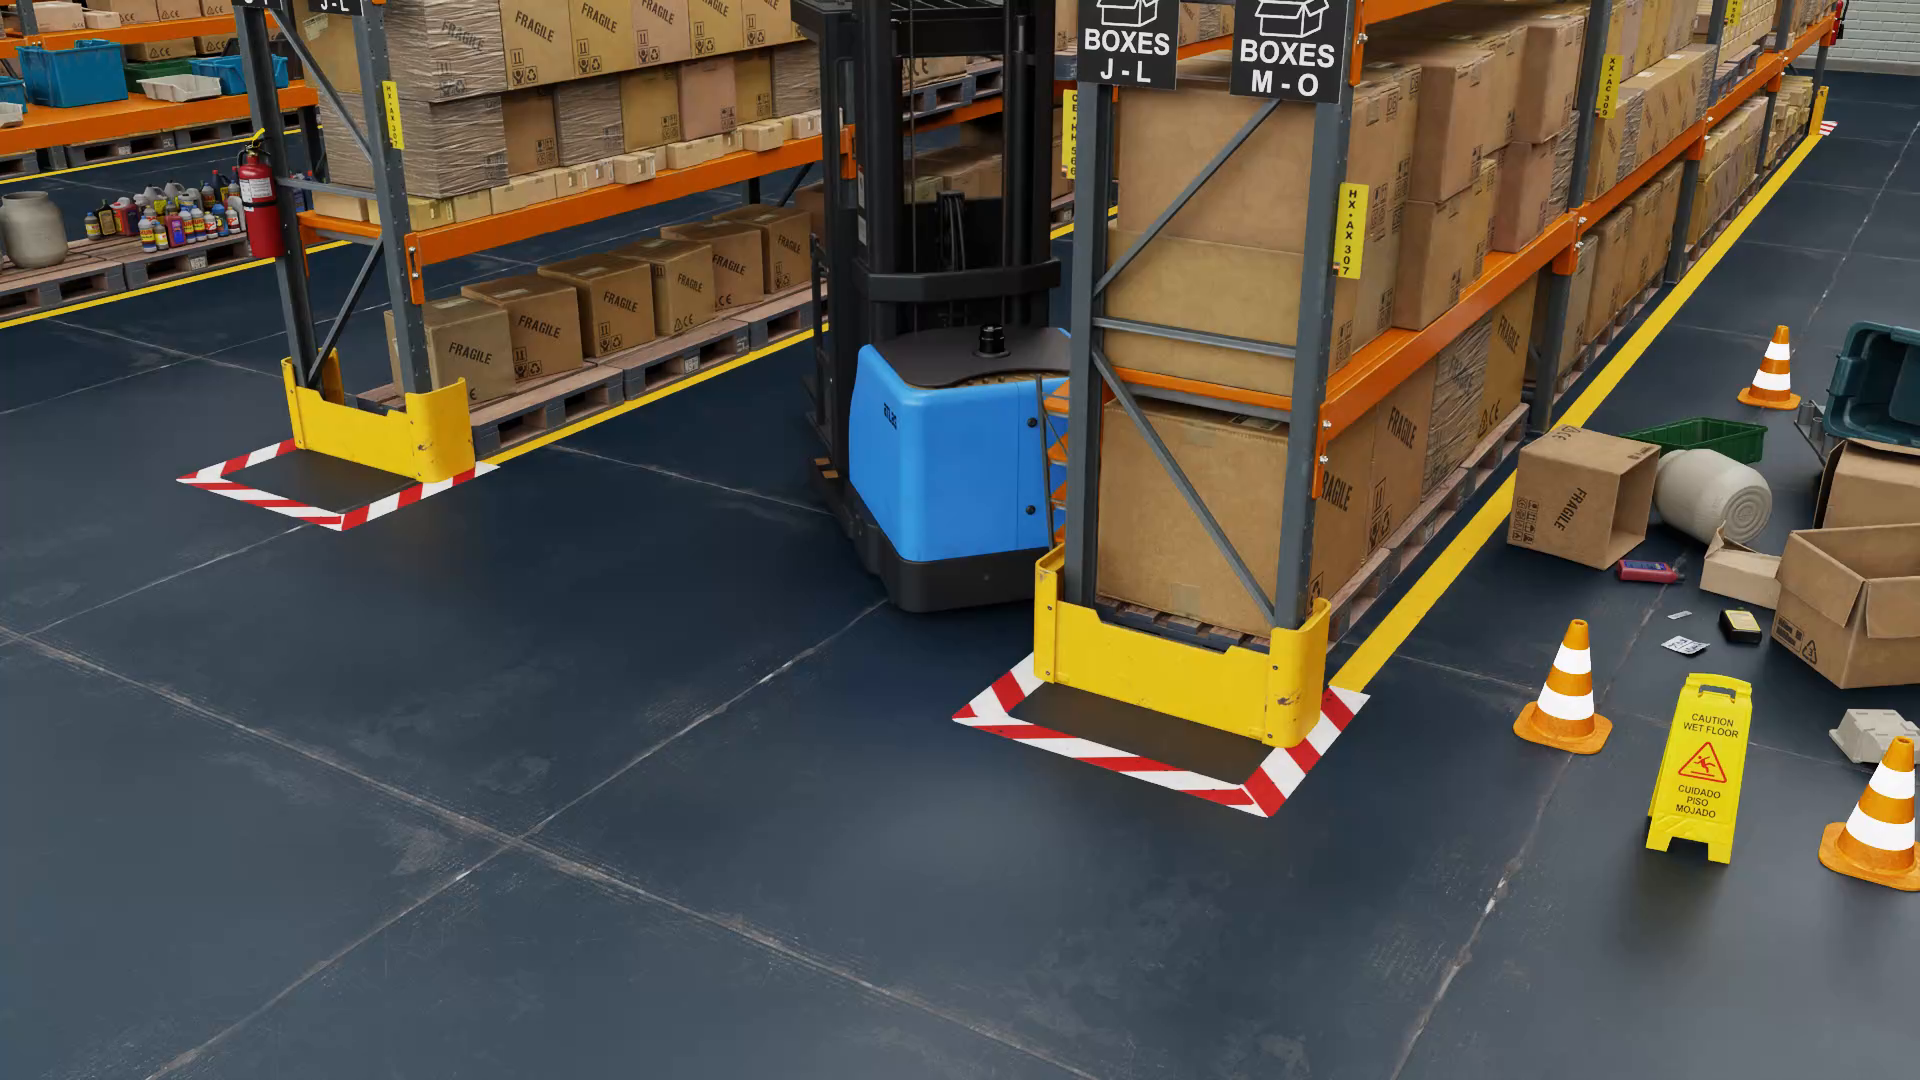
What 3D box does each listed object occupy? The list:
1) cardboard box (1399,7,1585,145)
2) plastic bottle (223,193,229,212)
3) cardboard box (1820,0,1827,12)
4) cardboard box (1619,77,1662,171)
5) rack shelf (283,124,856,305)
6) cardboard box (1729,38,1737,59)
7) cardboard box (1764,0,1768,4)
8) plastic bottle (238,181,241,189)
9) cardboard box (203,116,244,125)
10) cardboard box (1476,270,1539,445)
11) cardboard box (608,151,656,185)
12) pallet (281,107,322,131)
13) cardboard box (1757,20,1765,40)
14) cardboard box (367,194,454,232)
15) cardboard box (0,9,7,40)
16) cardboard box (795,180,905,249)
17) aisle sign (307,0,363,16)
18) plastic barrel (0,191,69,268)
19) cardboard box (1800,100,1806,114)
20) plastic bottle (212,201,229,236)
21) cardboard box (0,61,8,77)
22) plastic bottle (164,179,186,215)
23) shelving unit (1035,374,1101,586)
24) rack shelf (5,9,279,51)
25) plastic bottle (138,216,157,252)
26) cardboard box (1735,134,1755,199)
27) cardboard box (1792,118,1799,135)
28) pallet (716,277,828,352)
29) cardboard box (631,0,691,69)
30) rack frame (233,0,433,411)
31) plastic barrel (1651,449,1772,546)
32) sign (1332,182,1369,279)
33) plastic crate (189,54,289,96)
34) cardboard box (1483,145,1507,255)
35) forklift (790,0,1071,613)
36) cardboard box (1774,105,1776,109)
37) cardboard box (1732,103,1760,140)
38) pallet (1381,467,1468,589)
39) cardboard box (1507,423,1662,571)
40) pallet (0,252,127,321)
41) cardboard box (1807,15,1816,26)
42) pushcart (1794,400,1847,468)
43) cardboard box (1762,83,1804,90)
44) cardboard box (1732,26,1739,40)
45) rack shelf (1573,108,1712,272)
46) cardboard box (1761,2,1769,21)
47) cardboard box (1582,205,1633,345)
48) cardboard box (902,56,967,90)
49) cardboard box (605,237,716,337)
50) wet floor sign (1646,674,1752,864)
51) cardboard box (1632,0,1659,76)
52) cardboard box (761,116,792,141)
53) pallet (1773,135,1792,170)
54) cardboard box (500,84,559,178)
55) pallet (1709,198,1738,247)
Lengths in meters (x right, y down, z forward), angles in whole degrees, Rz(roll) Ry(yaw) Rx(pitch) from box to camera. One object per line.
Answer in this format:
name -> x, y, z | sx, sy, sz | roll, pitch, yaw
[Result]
cardboard box -> 2.577, -2.341, 8.333 | 0.875, 0.550, 0.550 | 14, 27, 29
plastic bottle -> -5.922, -2.687, 13.546 | 0.061, 0.283, 0.133 | 14, 27, 29
cardboard box -> 8.768, -5.785, 17.336 | 0.500, 0.500, 0.500 | 14, 27, 29
cardboard box -> 4.030, -2.609, 10.376 | 0.500, 0.500, 0.500 | 14, 27, 29
rack shelf -> -2.223, -2.172, 10.397 | 1.077, 0.370, 4.000 | 14, 27, 29
cardboard box -> 6.073, -4.003, 13.509 | 0.380, 0.149, 0.250 | 15, 28, 31
cardboard box -> 6.887, -4.800, 14.601 | 0.380, 0.149, 0.250 | 13, 27, 27
plastic bottle -> -6.032, -2.986, 14.152 | 0.144, 0.351, 0.185 | 14, 27, 29
cardboard box -> -8.348, -4.789, 18.468 | 0.500, 0.250, 0.500 | 14, 27, 30
cardboard box -> 2.601, -1.124, 9.216 | 0.875, 0.875, 0.875 | 14, 27, 30
cardboard box -> -2.052, -2.244, 9.974 | 0.380, 0.149, 0.250 | 14, 27, 29
pallet -> -7.940, -5.055, 19.661 | 1.003, 0.211, 1.213 | 14, 27, 29
cardboard box -> 6.901, -4.534, 14.736 | 0.380, 0.149, 0.250 | 14, 27, 29
cardboard box -> -2.925, -1.758, 8.852 | 0.380, 0.149, 0.250 | 14, 27, 29
cardboard box -> -9.811, -5.149, 16.243 | 0.700, 0.500, 0.500 | 13, 27, 28
cardboard box -> -0.826, -2.435, 12.691 | 0.700, 0.500, 0.500 | 12, 26, 25
aisle sign -> -3.056, -2.936, 7.985 | 0.394, 0.787, 0.004 | 14, 27, 29
plastic barrel -> -6.939, -2.323, 12.444 | 0.421, 0.512, 0.421 | 0, 23, 0
cardboard box -> 9.014, -4.761, 18.157 | 0.380, 0.149, 0.250 | 13, 26, 27
plastic bottle -> -5.924, -2.579, 13.313 | 0.097, 0.271, 0.097 | 0, 23, 0
cardboard box -> -12.627, -6.119, 21.202 | 0.700, 0.500, 0.500 | 14, 27, 29
plastic bottle -> -6.478, -2.809, 13.743 | 0.144, 0.351, 0.185 | 14, 27, 29
shelving unit -> 0.600, -0.272, 7.272 | 0.258, 1.200, 0.503 | 14, 38, 29
rack shelf -> -8.527, -5.599, 18.314 | 1.077, 0.370, 4.000 | 14, 27, 29
plastic bottle -> -6.265, -2.361, 12.810 | 0.097, 0.271, 0.097 | 0, 23, 0
cardboard box -> 6.765, -3.374, 14.885 | 0.500, 0.500, 0.500 | 13, 27, 28
cardboard box -> 8.759, -4.452, 17.819 | 0.380, 0.149, 0.250 | 13, 26, 27
pallet -> -1.492, -1.663, 11.827 | 1.003, 0.211, 1.213 | 14, 27, 29
cardboard box -> -1.966, -3.103, 9.884 | 0.500, 0.500, 0.500 | 14, 27, 29
rack frame -> -3.278, -1.827, 8.695 | 1.000, 3.000, 0.127 | 14, 27, 29
plastic barrel -> 3.697, -0.217, 8.218 | 0.421, 0.421, 0.512 | -7, 24, -17
sign -> 1.351, -1.069, 5.754 | 0.100, 0.325, 0.005 | 14, 27, 29
plastic crate -> -5.729, -3.716, 13.246 | 0.499, 0.251, 0.616 | 14, 27, 29
cardboard box -> 2.152, -1.697, 8.207 | 0.875, 0.550, 0.550 | 14, 27, 29
forklift -> -0.181, -1.584, 8.220 | 1.130, 2.935, 3.031 | -7, 24, -15
cardboard box -> 7.975, -4.303, 16.725 | 0.380, 0.149, 0.250 | 13, 27, 28
cardboard box -> 6.752, -3.718, 14.738 | 0.500, 0.250, 0.500 | 15, 28, 31
pallet -> 1.882, -0.170, 8.378 | 1.003, 0.211, 1.213 | 14, 27, 29
cardboard box -> 3.045, -0.219, 8.123 | 0.500, 0.500, 0.500 | 20, 30, 38
pallet -> -7.053, -1.894, 12.359 | 1.003, 0.211, 1.213 | 14, 27, 29
cardboard box -> 8.829, -5.532, 17.568 | 0.380, 0.149, 0.250 | 13, 26, 27
pushcart -> 5.288, -0.358, 8.602 | 1.648, 0.377, 0.936 | 5, 24, 11
cardboard box -> 8.858, -4.818, 17.916 | 0.380, 0.149, 0.250 | 13, 26, 27
cardboard box -> 6.072, -4.141, 13.452 | 0.380, 0.149, 0.250 | 14, 27, 29
rack shelf -> 4.047, -2.448, 11.036 | 1.077, 0.370, 4.000 | 14, 27, 29
cardboard box -> 6.899, -4.670, 14.674 | 0.380, 0.149, 0.250 | 15, 28, 31
cardboard box -> 3.755, -1.817, 10.975 | 1.050, 0.750, 0.750 | 14, 27, 29
cardboard box -> -0.630, -3.884, 12.162 | 1.000, 1.000, 1.000 | 14, 27, 29
cardboard box -> -1.970, -1.675, 10.962 | 0.500, 0.500, 0.500 | 11, 26, 24
wet floor sign -> 2.549, 0.752, 5.702 | 0.267, 0.644, 0.232 | 9, 25, 20
cardboard box -> 4.053, -3.292, 10.694 | 0.700, 0.500, 0.500 | 14, 27, 28
cardboard box -> -1.355, -2.773, 11.197 | 0.380, 0.149, 0.250 | 14, 27, 29
pallet -> 8.179, -4.172, 17.620 | 1.003, 0.211, 1.213 | 14, 27, 29
cardboard box -> -2.803, -2.383, 9.479 | 0.875, 0.500, 0.500 | 14, 27, 29
pallet -> 6.160, -2.848, 14.562 | 1.003, 0.211, 1.213 | 14, 27, 29
